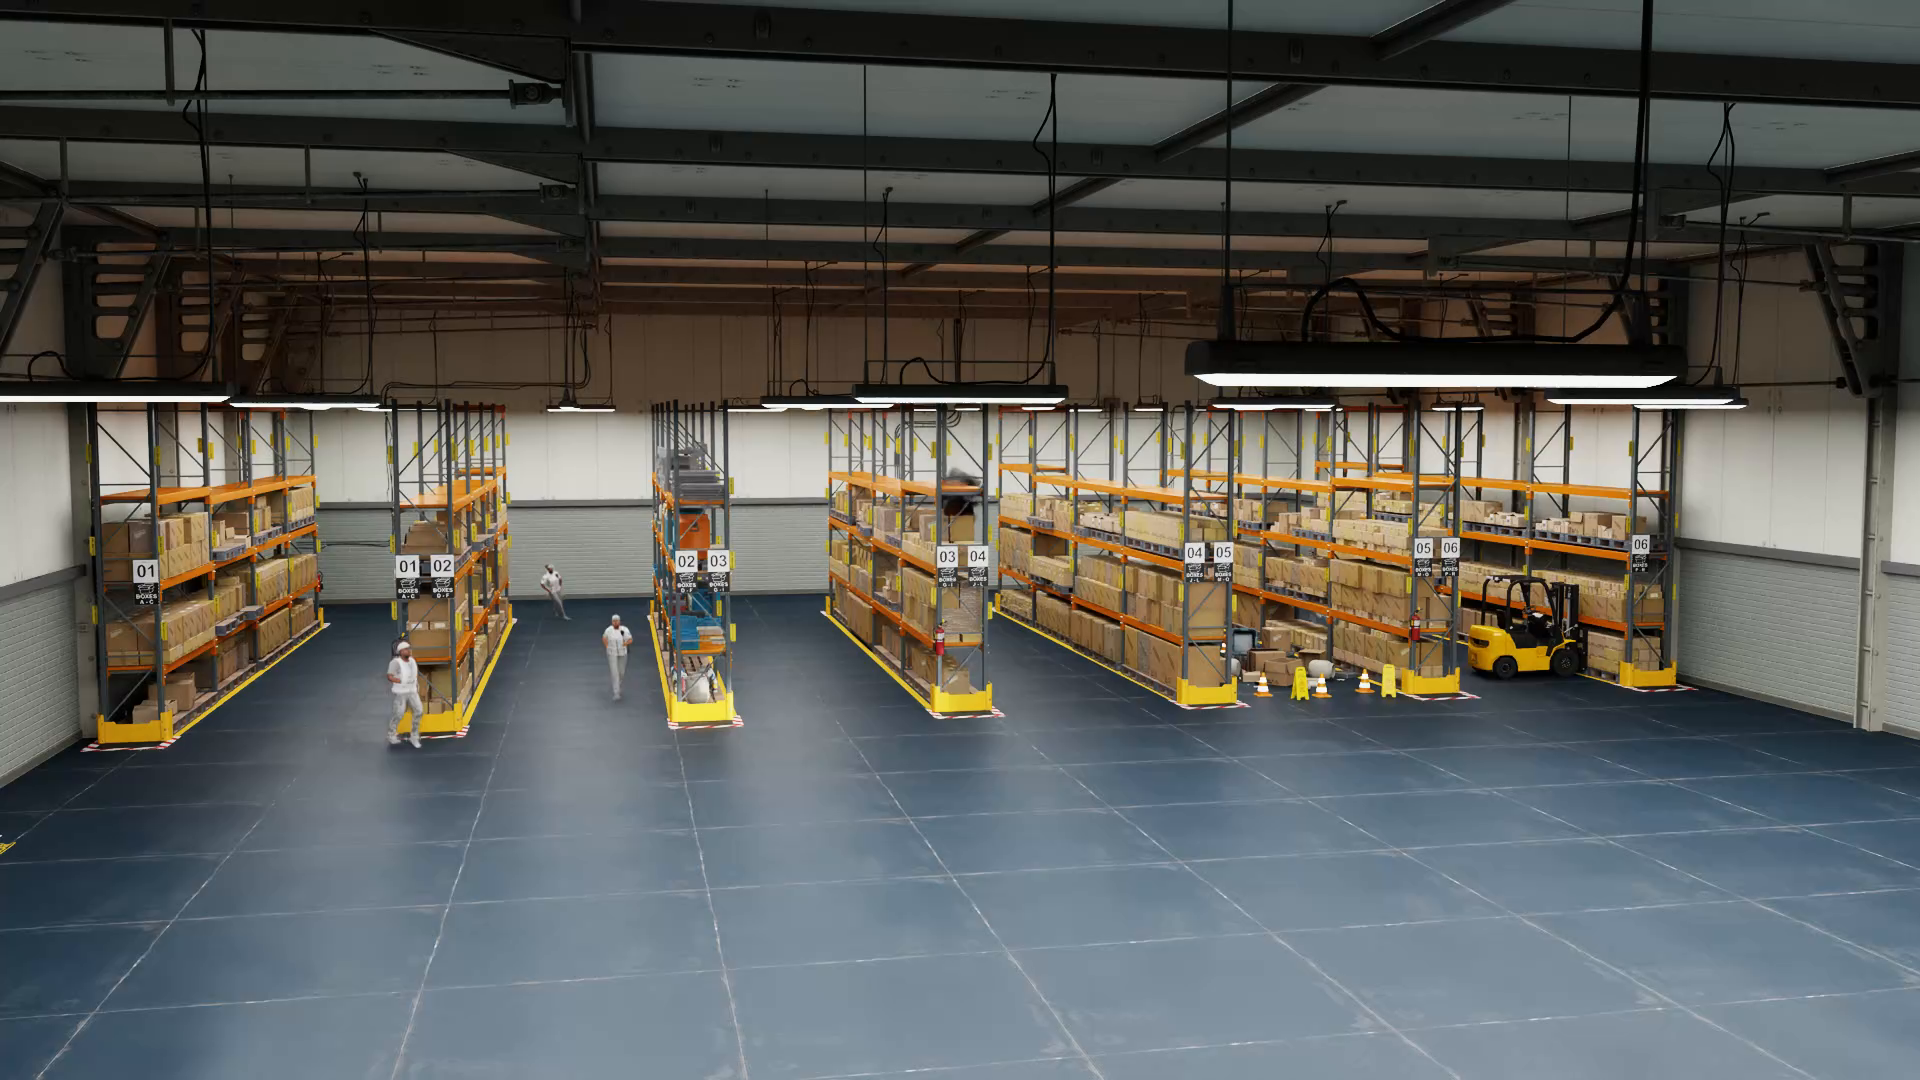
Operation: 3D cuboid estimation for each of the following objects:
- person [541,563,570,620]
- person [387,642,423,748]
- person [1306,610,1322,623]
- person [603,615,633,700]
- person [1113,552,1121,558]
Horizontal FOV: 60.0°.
[{"bbox_3d":[-11.340,1.430,46.371,0.716,1.612,0.746,4,6,39],"label":"person"},{"bbox_3d":[-9.573,2.669,28.703,0.670,1.822,0.688,3,5,33],"label":"person"},{"bbox_3d":[9.471,1.551,44.590,0.537,1.677,1.114,-1,4,-14],"label":"person"},{"bbox_3d":[-6.945,2.353,33.789,0.593,1.686,0.868,-1,4,-16],"label":"person"},{"bbox_3d":[4.712,0.999,50.751,0.972,1.765,0.687,-2,5,-23],"label":"person"}]
